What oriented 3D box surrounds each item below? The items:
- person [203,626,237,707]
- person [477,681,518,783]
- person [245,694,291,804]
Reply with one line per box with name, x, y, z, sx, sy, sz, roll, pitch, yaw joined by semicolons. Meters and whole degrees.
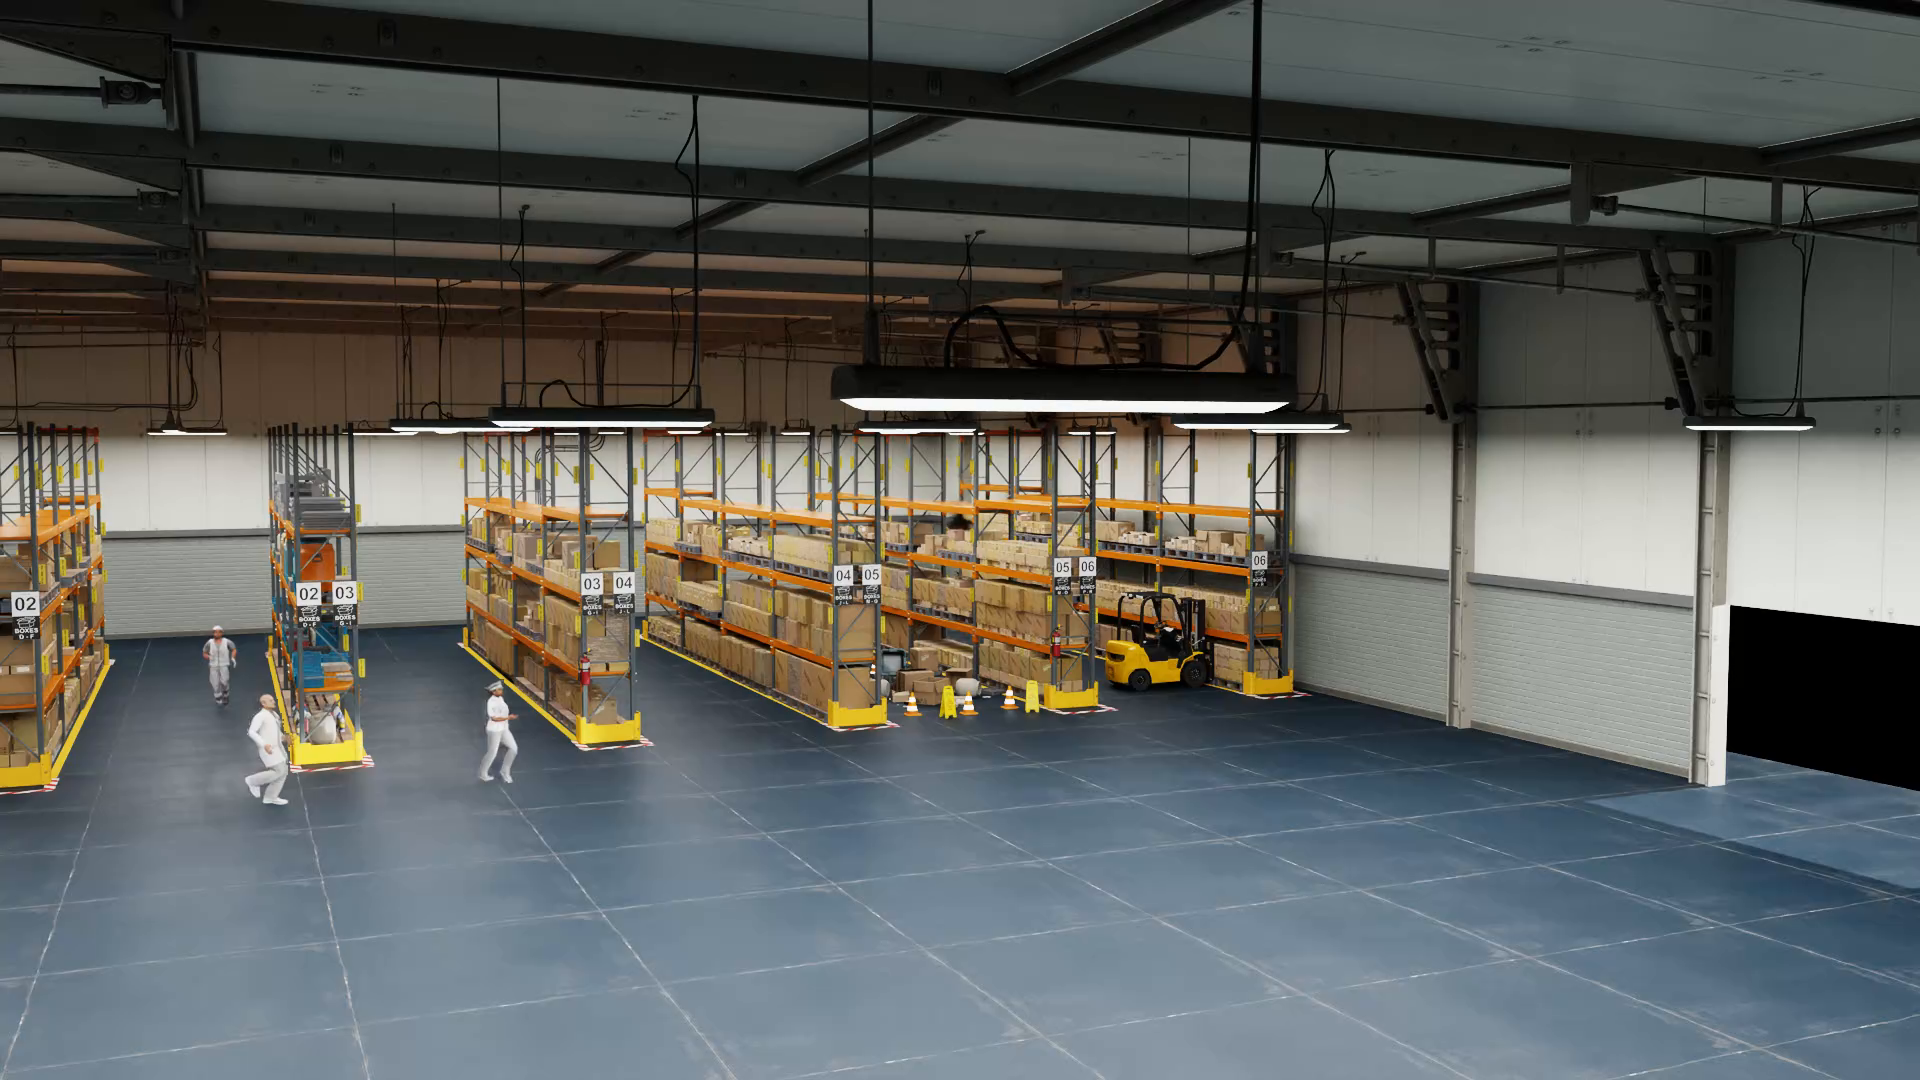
person;-15.661;2.688;35.161;0.644;1.744;0.615;-1;4;-18
person;-7.659;3.196;27.598;0.726;1.742;0.541;1;4;15
person;-10.827;3.277;26.021;0.635;1.733;0.721;0;3;0
